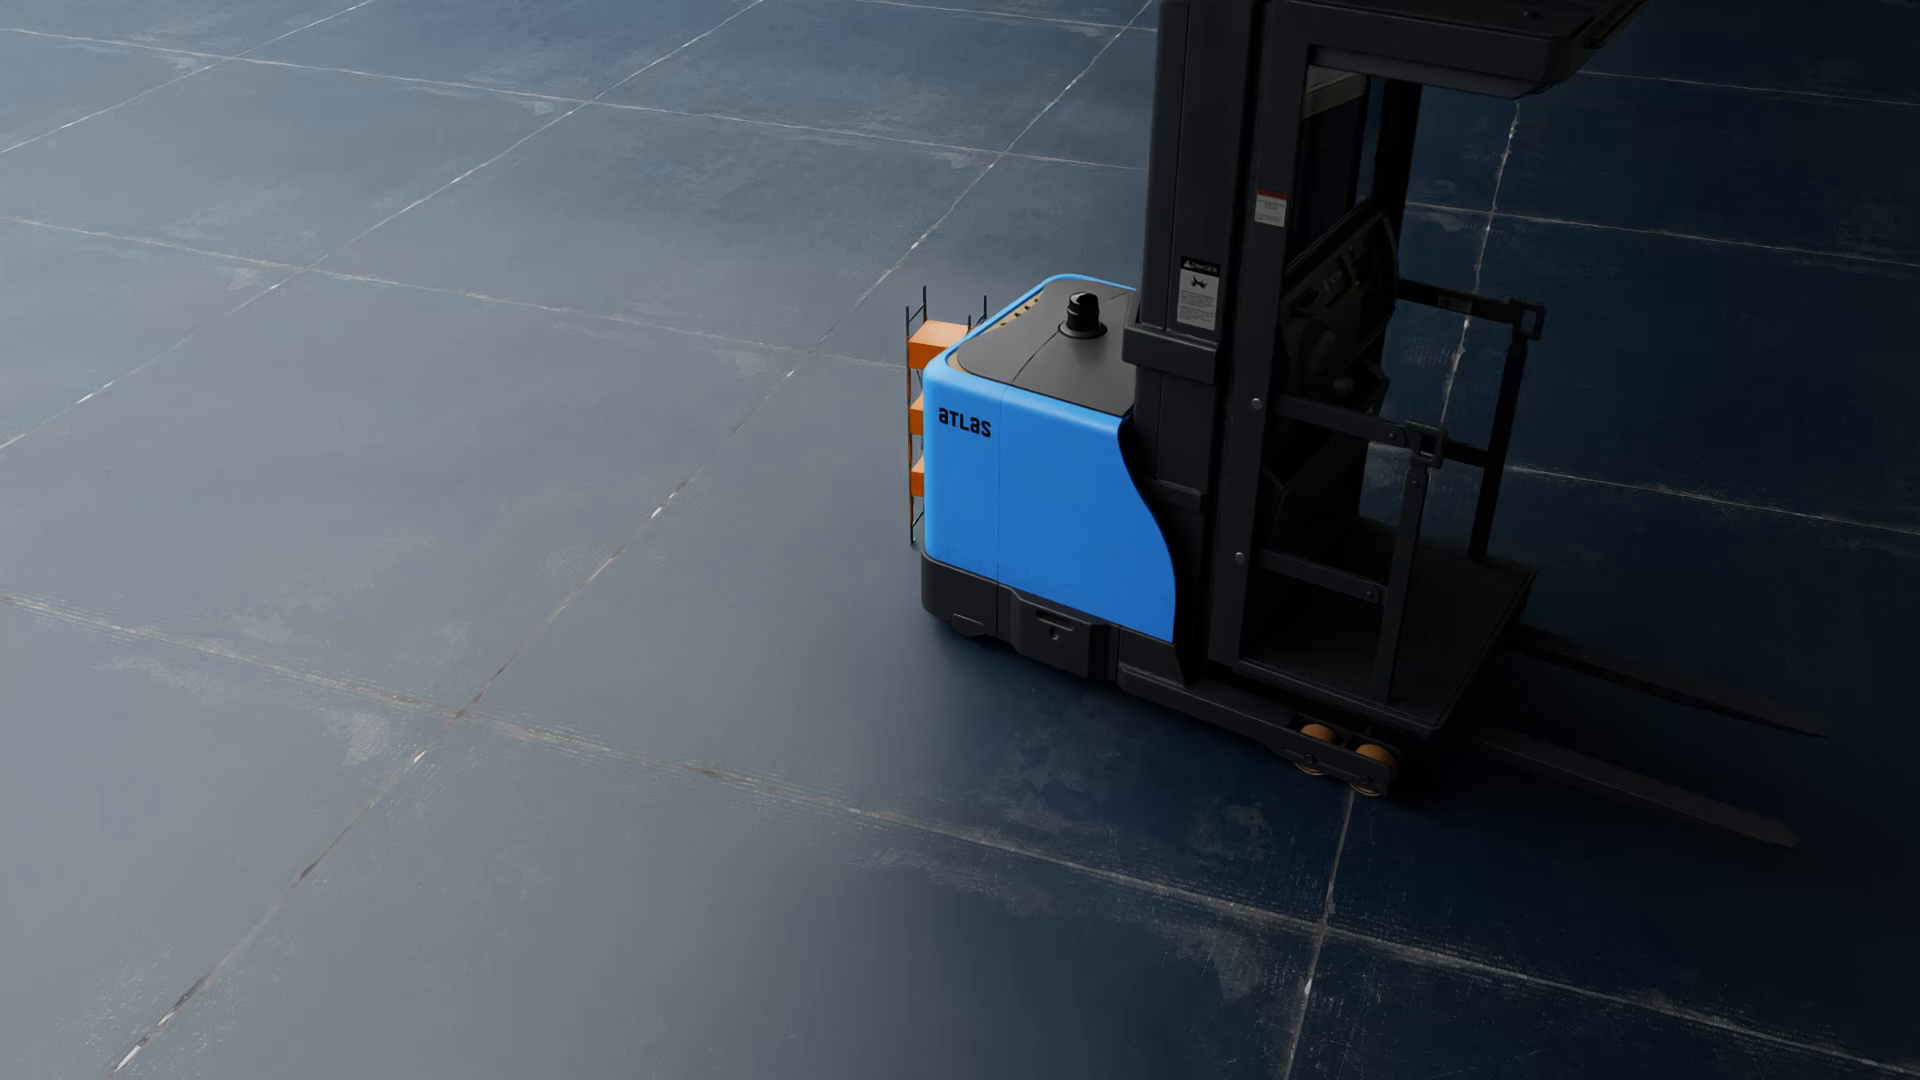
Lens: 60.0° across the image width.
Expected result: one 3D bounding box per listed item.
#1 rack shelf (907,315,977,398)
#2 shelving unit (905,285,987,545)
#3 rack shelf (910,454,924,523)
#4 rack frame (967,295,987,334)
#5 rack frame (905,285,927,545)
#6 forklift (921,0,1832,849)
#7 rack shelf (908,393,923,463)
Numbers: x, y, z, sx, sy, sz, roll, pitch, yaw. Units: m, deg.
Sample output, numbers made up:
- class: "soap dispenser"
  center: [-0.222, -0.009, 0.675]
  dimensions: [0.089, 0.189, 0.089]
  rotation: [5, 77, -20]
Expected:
- class: "rack shelf"
  center: [-0.050, -0.680, 6.332]
  dimensions: [0.240, 0.259, 0.215]
  rotation: [11, 34, 16]
- class: "shelving unit"
  center: [-0.050, -0.451, 6.480]
  dimensions: [0.252, 1.050, 0.215]
  rotation: [11, 34, 16]
- class: "rack shelf"
  center: [-0.050, -0.208, 6.637]
  dimensions: [0.240, 0.259, 0.215]
  rotation: [11, 34, 16]
- class: "rack frame"
  center: [0.064, -0.429, 6.446]
  dimensions: [0.008, 1.050, 0.200]
  rotation: [11, 34, 16]
- class: "rack frame"
  center: [-0.165, -0.473, 6.515]
  dimensions: [0.008, 1.050, 0.200]
  rotation: [11, 34, 16]
- class: "forklift"
  center: [1.375, -0.723, 5.168]
  dimensions: [3.031, 2.935, 1.130]
  rotation: [19, 37, 27]
- class: "rack shelf"
  center: [-0.050, -0.442, 6.486]
  dimensions: [0.240, 0.259, 0.215]
  rotation: [11, 34, 16]
